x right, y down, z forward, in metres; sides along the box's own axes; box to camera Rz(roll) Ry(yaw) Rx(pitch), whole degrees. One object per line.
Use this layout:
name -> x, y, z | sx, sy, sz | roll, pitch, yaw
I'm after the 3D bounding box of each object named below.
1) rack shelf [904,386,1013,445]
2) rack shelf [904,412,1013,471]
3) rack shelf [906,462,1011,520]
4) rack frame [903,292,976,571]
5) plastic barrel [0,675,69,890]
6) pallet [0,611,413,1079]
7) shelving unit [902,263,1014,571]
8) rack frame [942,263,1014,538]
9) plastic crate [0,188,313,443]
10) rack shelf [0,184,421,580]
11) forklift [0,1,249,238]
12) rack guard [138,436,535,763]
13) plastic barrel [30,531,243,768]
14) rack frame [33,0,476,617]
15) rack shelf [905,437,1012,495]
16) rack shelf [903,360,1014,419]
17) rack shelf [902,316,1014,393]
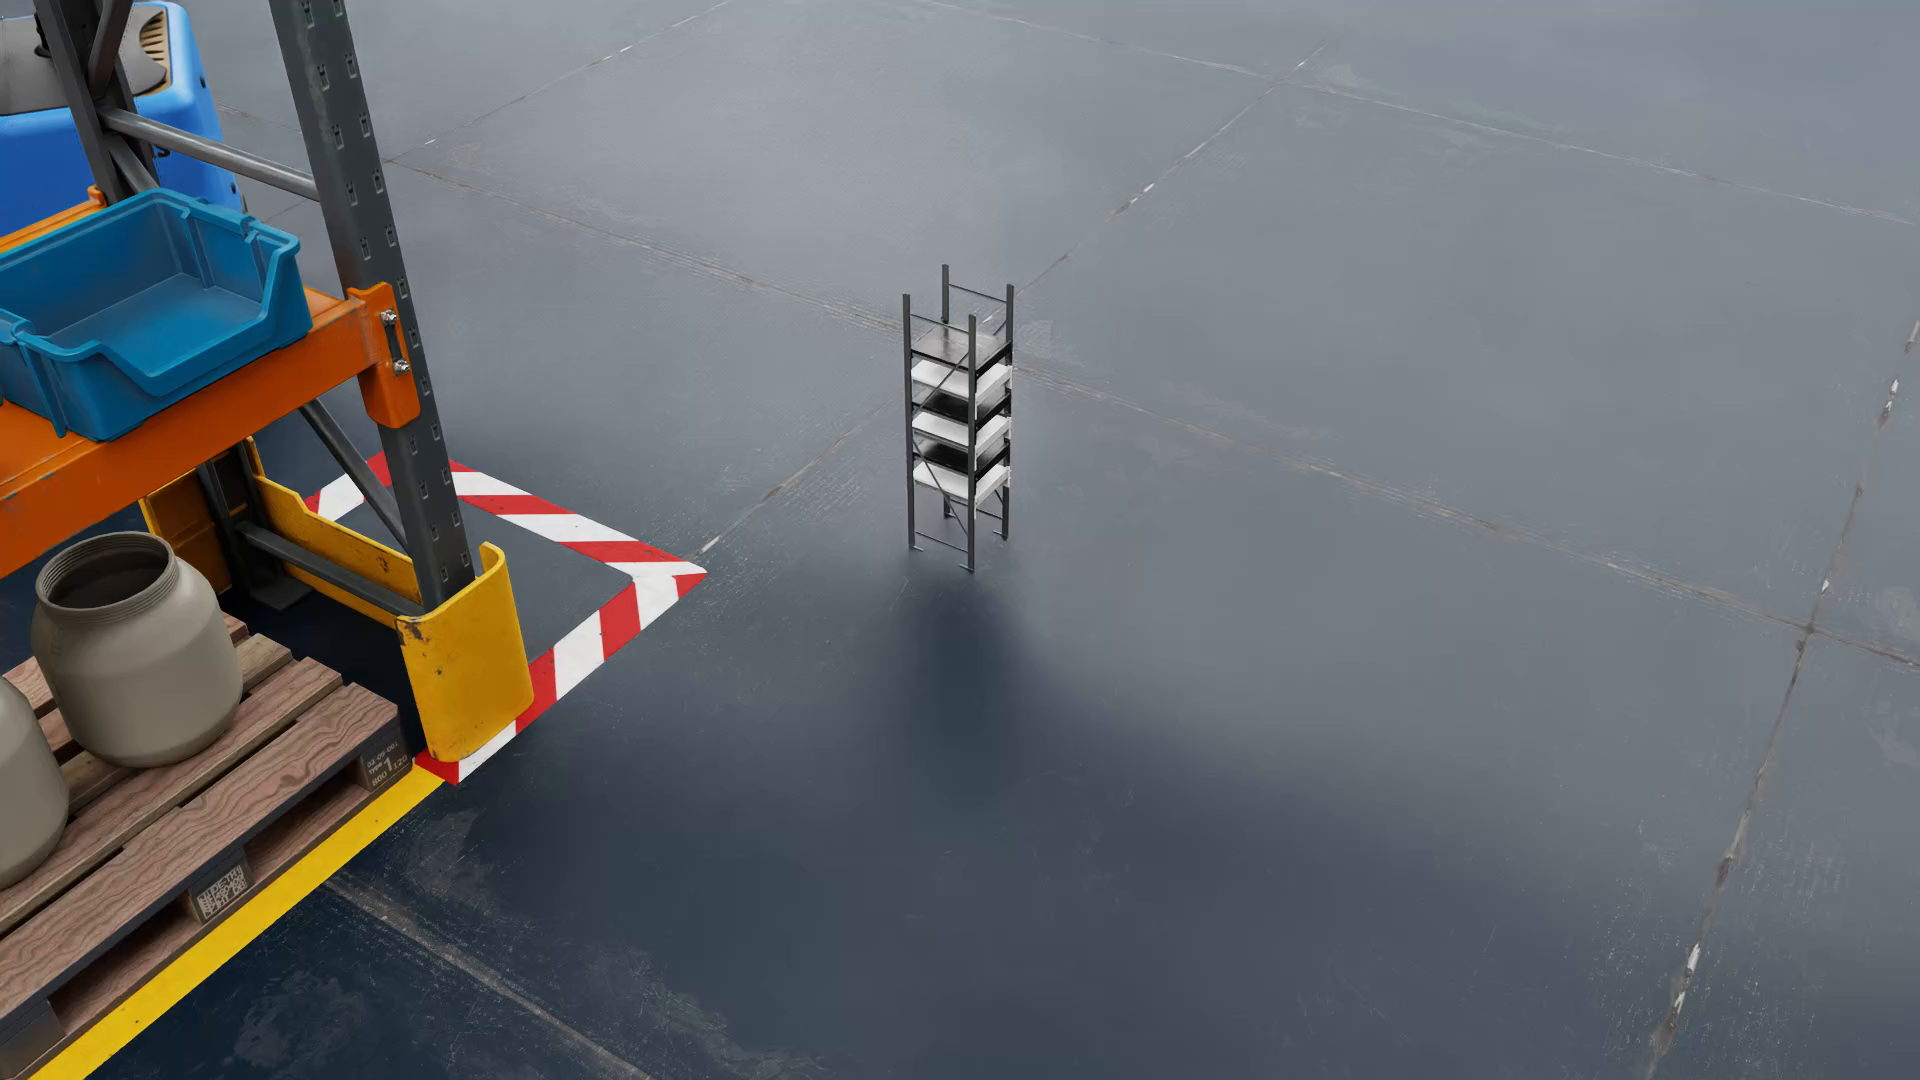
rack shelf -> -0.004, -0.397, 4.935 | 0.258, 0.077, 0.200 | 21, 42, 25
rack shelf -> -0.004, -0.326, 4.990 | 0.258, 0.077, 0.200 | 21, 42, 25
rack shelf -> -0.004, -0.183, 5.100 | 0.258, 0.077, 0.200 | 21, 42, 25
rack frame -> -0.059, -0.300, 4.902 | 0.240, 0.900, 0.006 | 21, 42, 25
plastic barrel -> -2.312, 0.533, 3.795 | 0.421, 0.512, 0.421 | 0, 38, 0
pallet -> -2.196, 0.668, 4.211 | 1.003, 0.211, 1.213 | 21, 42, 25
shelving unit -> -0.004, -0.352, 4.970 | 0.258, 0.900, 0.210 | 21, 42, 25
rack frame -> 0.050, -0.405, 5.038 | 0.240, 0.900, 0.006 | 21, 42, 25
plastic crate -> -1.771, -0.493, 3.555 | 0.499, 0.251, 0.616 | 21, 42, 25
rack shelf -> -2.827, 0.408, 2.853 | 1.077, 0.370, 4.000 | 21, 42, 25
forklift -> -4.048, -1.682, 5.031 | 3.031, 2.935, 1.130 | -14, 40, -17
rack guard -> -1.756, 0.136, 4.664 | 1.175, 0.500, 0.348 | 21, 42, 25
plastic barrel -> -2.043, 0.275, 4.130 | 0.421, 0.512, 0.421 | 0, 38, 0
rack frame -> -1.755, -0.908, 3.971 | 1.000, 3.000, 0.127 | 21, 42, 25
rack shelf -> -0.004, -0.255, 5.045 | 0.258, 0.077, 0.200 | 21, 42, 25
rack shelf -> -0.004, -0.468, 4.880 | 0.258, 0.077, 0.200 | 21, 42, 25
rack shelf -> -0.004, -0.540, 4.825 | 0.258, 0.077, 0.200 | 21, 42, 25
